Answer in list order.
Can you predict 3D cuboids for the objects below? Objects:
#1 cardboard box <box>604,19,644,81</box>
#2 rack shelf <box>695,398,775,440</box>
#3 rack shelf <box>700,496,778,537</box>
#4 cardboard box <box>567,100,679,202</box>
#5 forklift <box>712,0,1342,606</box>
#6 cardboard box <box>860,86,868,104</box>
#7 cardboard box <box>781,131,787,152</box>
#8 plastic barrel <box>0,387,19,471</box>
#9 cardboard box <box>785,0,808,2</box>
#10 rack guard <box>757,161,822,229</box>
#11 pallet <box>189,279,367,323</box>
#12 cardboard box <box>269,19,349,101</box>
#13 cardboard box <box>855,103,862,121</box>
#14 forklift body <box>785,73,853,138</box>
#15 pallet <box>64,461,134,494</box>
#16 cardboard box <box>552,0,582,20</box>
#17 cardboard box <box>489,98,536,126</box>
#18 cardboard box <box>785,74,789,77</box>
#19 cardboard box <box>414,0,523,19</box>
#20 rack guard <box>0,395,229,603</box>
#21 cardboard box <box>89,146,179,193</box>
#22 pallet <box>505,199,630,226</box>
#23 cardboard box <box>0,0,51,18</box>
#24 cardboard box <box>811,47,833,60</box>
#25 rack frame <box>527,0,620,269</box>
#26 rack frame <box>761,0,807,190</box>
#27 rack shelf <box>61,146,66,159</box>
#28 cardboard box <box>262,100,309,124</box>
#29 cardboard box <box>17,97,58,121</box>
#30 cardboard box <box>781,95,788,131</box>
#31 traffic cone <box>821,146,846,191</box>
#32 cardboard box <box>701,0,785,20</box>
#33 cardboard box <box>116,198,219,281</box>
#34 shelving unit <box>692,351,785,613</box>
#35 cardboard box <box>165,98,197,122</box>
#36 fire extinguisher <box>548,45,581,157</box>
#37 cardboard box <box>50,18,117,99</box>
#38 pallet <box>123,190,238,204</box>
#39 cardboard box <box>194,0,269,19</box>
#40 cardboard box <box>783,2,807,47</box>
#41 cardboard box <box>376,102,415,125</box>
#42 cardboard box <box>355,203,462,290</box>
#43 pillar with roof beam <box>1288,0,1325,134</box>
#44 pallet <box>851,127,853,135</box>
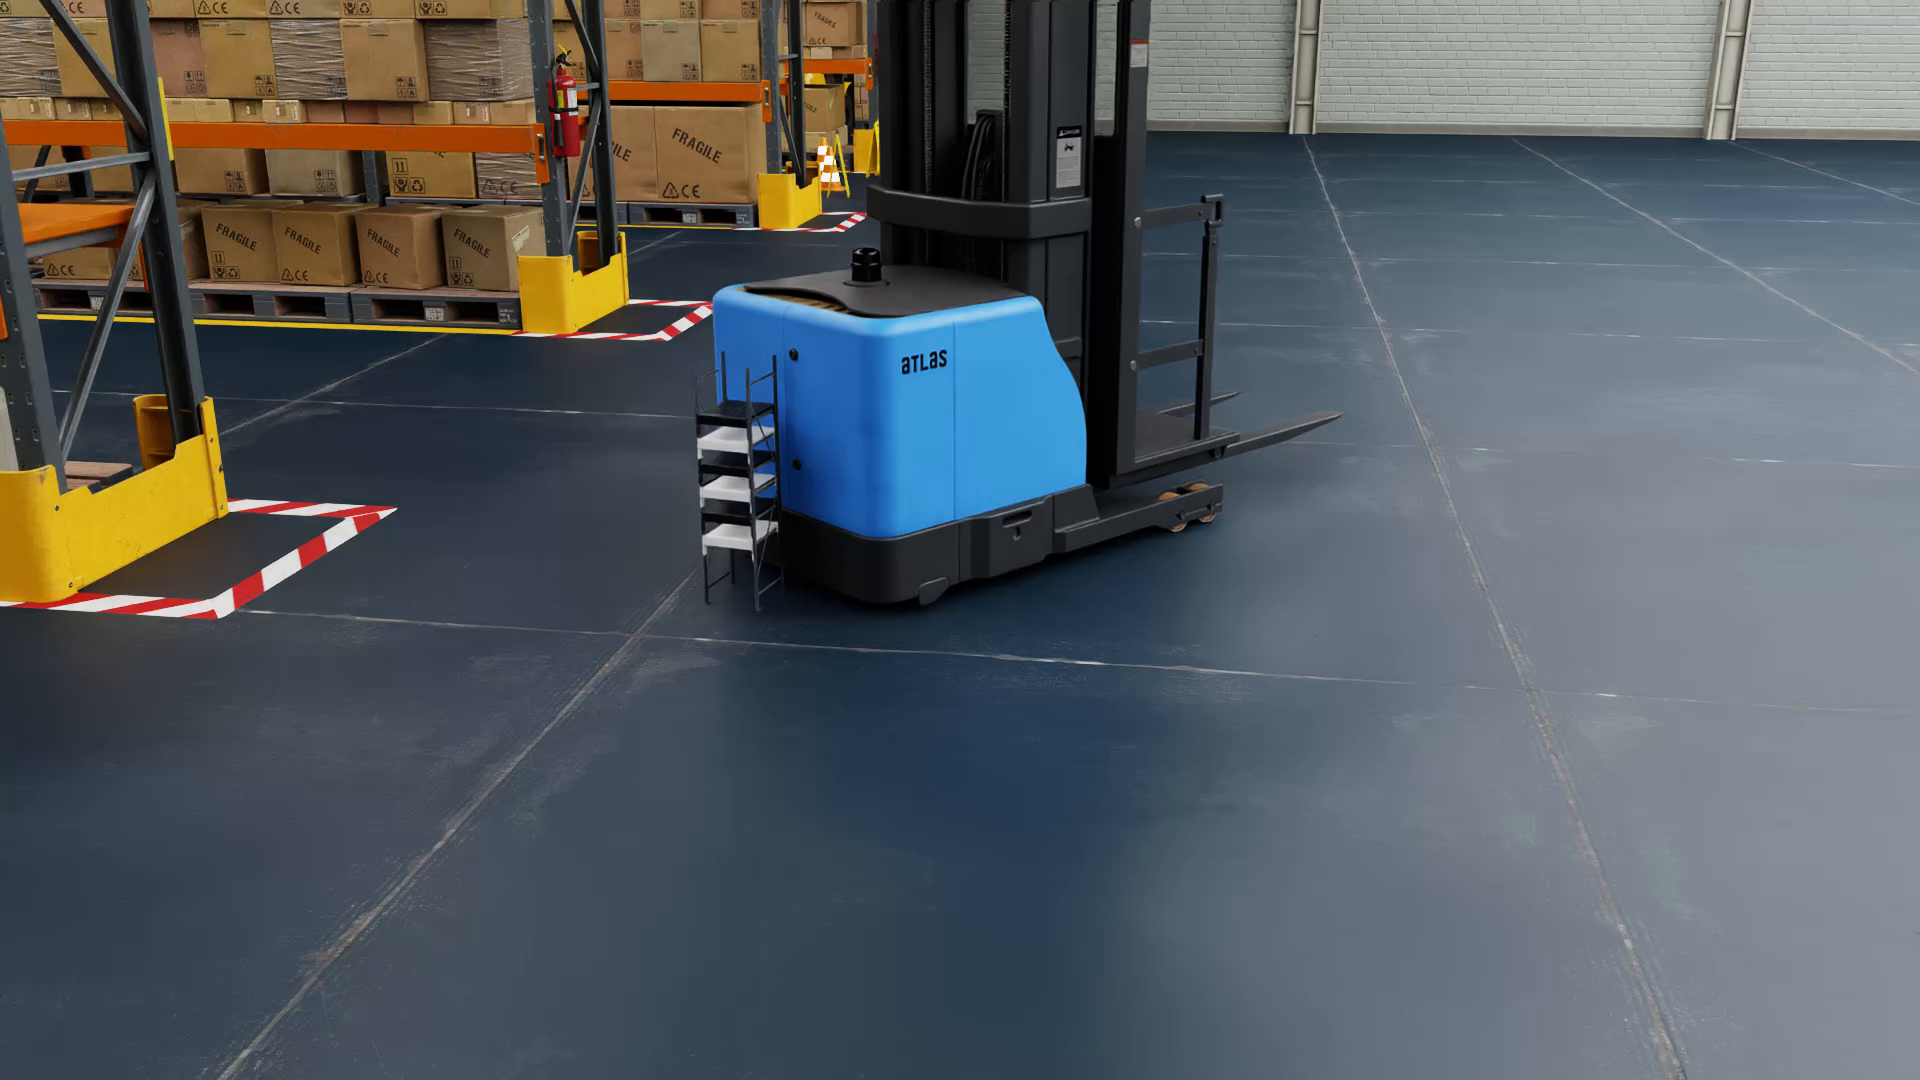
[{"bbox_3d":[-3.096,-4.654,15.749,0.550,0.550,0.875,3,19,9],"label":"cardboard box"},{"bbox_3d":[-0.795,-0.435,5.939,0.200,0.077,0.258,6,19,18],"label":"rack shelf"},{"bbox_3d":[-0.795,-0.093,6.053,0.200,0.077,0.258,6,19,18],"label":"rack shelf"},{"bbox_3d":[-3.192,-3.739,15.936,0.875,0.875,0.875,3,19,8],"label":"cardboard box"},{"bbox_3d":[0.476,-1.529,6.754,3.031,2.935,1.130,-16,24,-40],"label":"forklift"},{"bbox_3d":[-1.198,-6.689,24.950,0.500,0.250,0.500,3,19,8],"label":"cardboard box"},{"bbox_3d":[-2.309,-4.926,20.470,0.500,0.250,0.500,3,19,9],"label":"cardboard box"},{"bbox_3d":[-3.977,-0.418,6.584,0.421,0.512,0.421,0,18,0],"label":"plastic barrel"},{"bbox_3d":[-1.995,-6.694,19.879,0.500,0.500,0.700,3,19,9],"label":"cardboard box"},{"bbox_3d":[-1.619,-3.303,15.888,0.348,0.500,1.175,3,19,9],"label":"rack guard"},{"bbox_3d":[-4.602,-1.737,11.661,1.213,0.211,1.003,3,19,9],"label":"pallet"},{"bbox_3d":[-4.068,-3.192,10.990,0.500,0.500,0.875,3,19,9],"label":"cardboard box"},{"bbox_3d":[-1.670,-6.477,25.105,0.500,0.250,0.500,3,19,9],"label":"cardboard box"},{"bbox_3d":[-2.336,-6.723,23.505,1.214,2.155,2.313,3,19,9],"label":"forklift body"},{"bbox_3d":[-4.199,-0.099,6.766,1.213,0.211,1.003,3,19,9],"label":"pallet"},{"bbox_3d":[-3.636,-5.159,15.558,0.500,0.550,0.875,3,19,9],"label":"cardboard box"},{"bbox_3d":[-2.844,-2.772,10.756,0.250,0.149,0.380,3,19,9],"label":"cardboard box"},{"bbox_3d":[-2.163,-5.560,20.161,0.250,0.149,0.380,3,19,10],"label":"cardboard box"},{"bbox_3d":[-3.112,-3.554,10.496,0.500,0.500,0.500,3,19,9],"label":"cardboard box"},{"bbox_3d":[-3.398,-0.193,6.593,0.348,0.500,1.175,3,19,9],"label":"rack guard"},{"bbox_3d":[-8.091,-3.923,16.684,0.750,0.750,1.050,3,19,9],"label":"cardboard box"},{"bbox_3d":[-3.646,-3.245,16.170,1.213,0.211,1.003,3,19,9],"label":"pallet"},{"bbox_3d":[-6.075,-3.703,10.940,0.500,0.500,0.500,3,19,9],"label":"cardboard box"},{"bbox_3d":[-1.629,-5.857,19.975,0.250,0.149,0.380,3,19,8],"label":"cardboard box"},{"bbox_3d":[-2.530,-2.941,10.866,0.127,3.000,1.000,3,19,9],"label":"rack frame"},{"bbox_3d":[-1.643,-4.490,15.495,0.127,3.000,1.000,3,19,9],"label":"rack frame"},{"bbox_3d":[-8.454,-2.902,11.883,4.000,0.370,1.077,3,19,9],"label":"rack shelf"},{"bbox_3d":[-4.341,-2.814,10.883,0.250,0.149,0.380,3,19,9],"label":"cardboard box"},{"bbox_3d":[-6.070,-2.902,11.144,0.250,0.149,0.380,3,19,9],"label":"cardboard box"},{"bbox_3d":[-2.306,-5.281,20.347,0.500,0.500,0.500,4,19,11],"label":"cardboard box"},{"bbox_3d":[-1.427,-4.095,18.314,0.334,0.463,0.336,3,19,9],"label":"traffic cone"},{"bbox_3d":[-2.003,-5.104,15.392,0.550,0.550,0.875,3,19,9],"label":"cardboard box"},{"bbox_3d":[-5.524,-2.097,11.621,0.500,0.500,0.500,9,21,26],"label":"cardboard box"},{"bbox_3d":[-0.795,-0.210,6.014,0.210,0.900,0.258,6,19,18],"label":"shelving unit"},{"bbox_3d":[-5.076,-2.863,11.029,0.250,0.149,0.380,3,19,9],"label":"cardboard box"},{"bbox_3d":[-2.490,-2.754,10.430,0.183,0.674,0.296,3,19,9],"label":"fire extinguisher"},{"bbox_3d":[-5.556,-3.253,11.171,0.500,0.500,0.875,3,19,9],"label":"cardboard box"},{"bbox_3d":[-7.574,-3.445,16.766,1.213,0.211,1.003,3,19,9],"label":"pallet"},{"bbox_3d":[-4.592,-3.631,10.726,0.500,0.500,0.500,3,19,9],"label":"cardboard box"},{"bbox_3d":[-2.031,-6.202,19.985,0.500,0.500,0.500,3,19,9],"label":"cardboard box"},{"bbox_3d":[-3.590,-2.798,10.835,0.250,0.149,0.380,3,19,9],"label":"cardboard box"},{"bbox_3d":[-3.739,-2.011,11.364,0.500,0.500,0.500,8,20,23],"label":"cardboard box"},{"bbox_3d":[4.523,-9.113,19.857,0.400,9.000,9.100,3,19,9],"label":"pillar with roof beam"},{"bbox_3d":[-2.137,-6.366,25.497,1.213,0.211,1.003,3,19,9],"label":"pallet"}]
